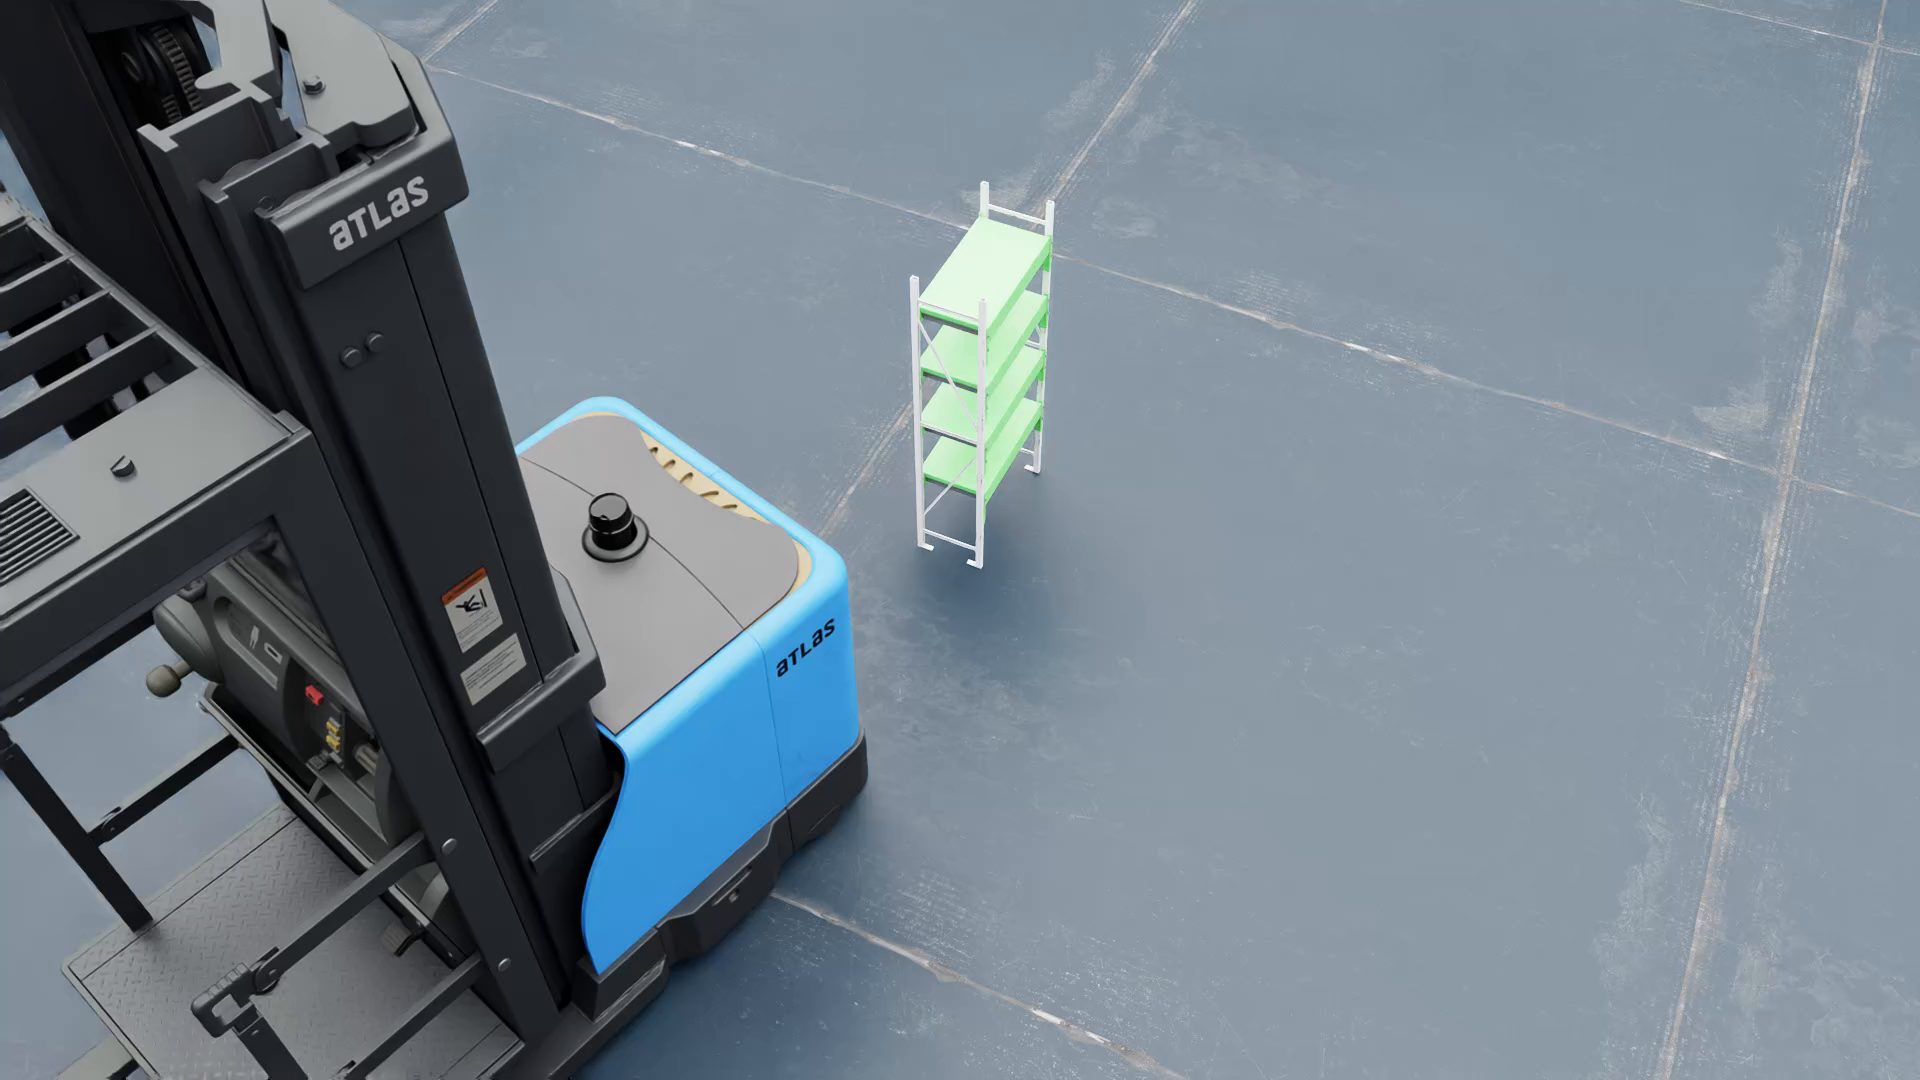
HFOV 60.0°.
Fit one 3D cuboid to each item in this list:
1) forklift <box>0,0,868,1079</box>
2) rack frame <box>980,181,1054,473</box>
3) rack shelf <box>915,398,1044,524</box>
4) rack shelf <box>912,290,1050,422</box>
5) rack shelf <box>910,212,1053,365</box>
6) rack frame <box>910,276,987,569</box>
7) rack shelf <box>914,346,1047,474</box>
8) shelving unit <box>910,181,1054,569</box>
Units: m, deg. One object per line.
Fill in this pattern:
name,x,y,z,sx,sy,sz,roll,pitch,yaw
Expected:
forklift,-1.633,0.395,3.489,1.130,2.935,3.031,34,58,26
rack frame,0.175,-0.671,5.533,0.240,1.200,0.015,20,52,16
rack shelf,0.071,-0.306,5.621,0.258,0.148,0.480,20,52,16
rack shelf,0.071,-0.617,5.256,0.258,0.148,0.480,20,52,16
rack shelf,0.071,-0.772,5.073,0.258,0.148,0.480,20,52,16
rack frame,-0.034,-0.335,5.247,0.240,1.200,0.015,20,52,16
rack shelf,0.071,-0.461,5.439,0.258,0.148,0.480,20,52,16
shelving unit,0.071,-0.503,5.390,0.258,1.200,0.503,20,52,16
